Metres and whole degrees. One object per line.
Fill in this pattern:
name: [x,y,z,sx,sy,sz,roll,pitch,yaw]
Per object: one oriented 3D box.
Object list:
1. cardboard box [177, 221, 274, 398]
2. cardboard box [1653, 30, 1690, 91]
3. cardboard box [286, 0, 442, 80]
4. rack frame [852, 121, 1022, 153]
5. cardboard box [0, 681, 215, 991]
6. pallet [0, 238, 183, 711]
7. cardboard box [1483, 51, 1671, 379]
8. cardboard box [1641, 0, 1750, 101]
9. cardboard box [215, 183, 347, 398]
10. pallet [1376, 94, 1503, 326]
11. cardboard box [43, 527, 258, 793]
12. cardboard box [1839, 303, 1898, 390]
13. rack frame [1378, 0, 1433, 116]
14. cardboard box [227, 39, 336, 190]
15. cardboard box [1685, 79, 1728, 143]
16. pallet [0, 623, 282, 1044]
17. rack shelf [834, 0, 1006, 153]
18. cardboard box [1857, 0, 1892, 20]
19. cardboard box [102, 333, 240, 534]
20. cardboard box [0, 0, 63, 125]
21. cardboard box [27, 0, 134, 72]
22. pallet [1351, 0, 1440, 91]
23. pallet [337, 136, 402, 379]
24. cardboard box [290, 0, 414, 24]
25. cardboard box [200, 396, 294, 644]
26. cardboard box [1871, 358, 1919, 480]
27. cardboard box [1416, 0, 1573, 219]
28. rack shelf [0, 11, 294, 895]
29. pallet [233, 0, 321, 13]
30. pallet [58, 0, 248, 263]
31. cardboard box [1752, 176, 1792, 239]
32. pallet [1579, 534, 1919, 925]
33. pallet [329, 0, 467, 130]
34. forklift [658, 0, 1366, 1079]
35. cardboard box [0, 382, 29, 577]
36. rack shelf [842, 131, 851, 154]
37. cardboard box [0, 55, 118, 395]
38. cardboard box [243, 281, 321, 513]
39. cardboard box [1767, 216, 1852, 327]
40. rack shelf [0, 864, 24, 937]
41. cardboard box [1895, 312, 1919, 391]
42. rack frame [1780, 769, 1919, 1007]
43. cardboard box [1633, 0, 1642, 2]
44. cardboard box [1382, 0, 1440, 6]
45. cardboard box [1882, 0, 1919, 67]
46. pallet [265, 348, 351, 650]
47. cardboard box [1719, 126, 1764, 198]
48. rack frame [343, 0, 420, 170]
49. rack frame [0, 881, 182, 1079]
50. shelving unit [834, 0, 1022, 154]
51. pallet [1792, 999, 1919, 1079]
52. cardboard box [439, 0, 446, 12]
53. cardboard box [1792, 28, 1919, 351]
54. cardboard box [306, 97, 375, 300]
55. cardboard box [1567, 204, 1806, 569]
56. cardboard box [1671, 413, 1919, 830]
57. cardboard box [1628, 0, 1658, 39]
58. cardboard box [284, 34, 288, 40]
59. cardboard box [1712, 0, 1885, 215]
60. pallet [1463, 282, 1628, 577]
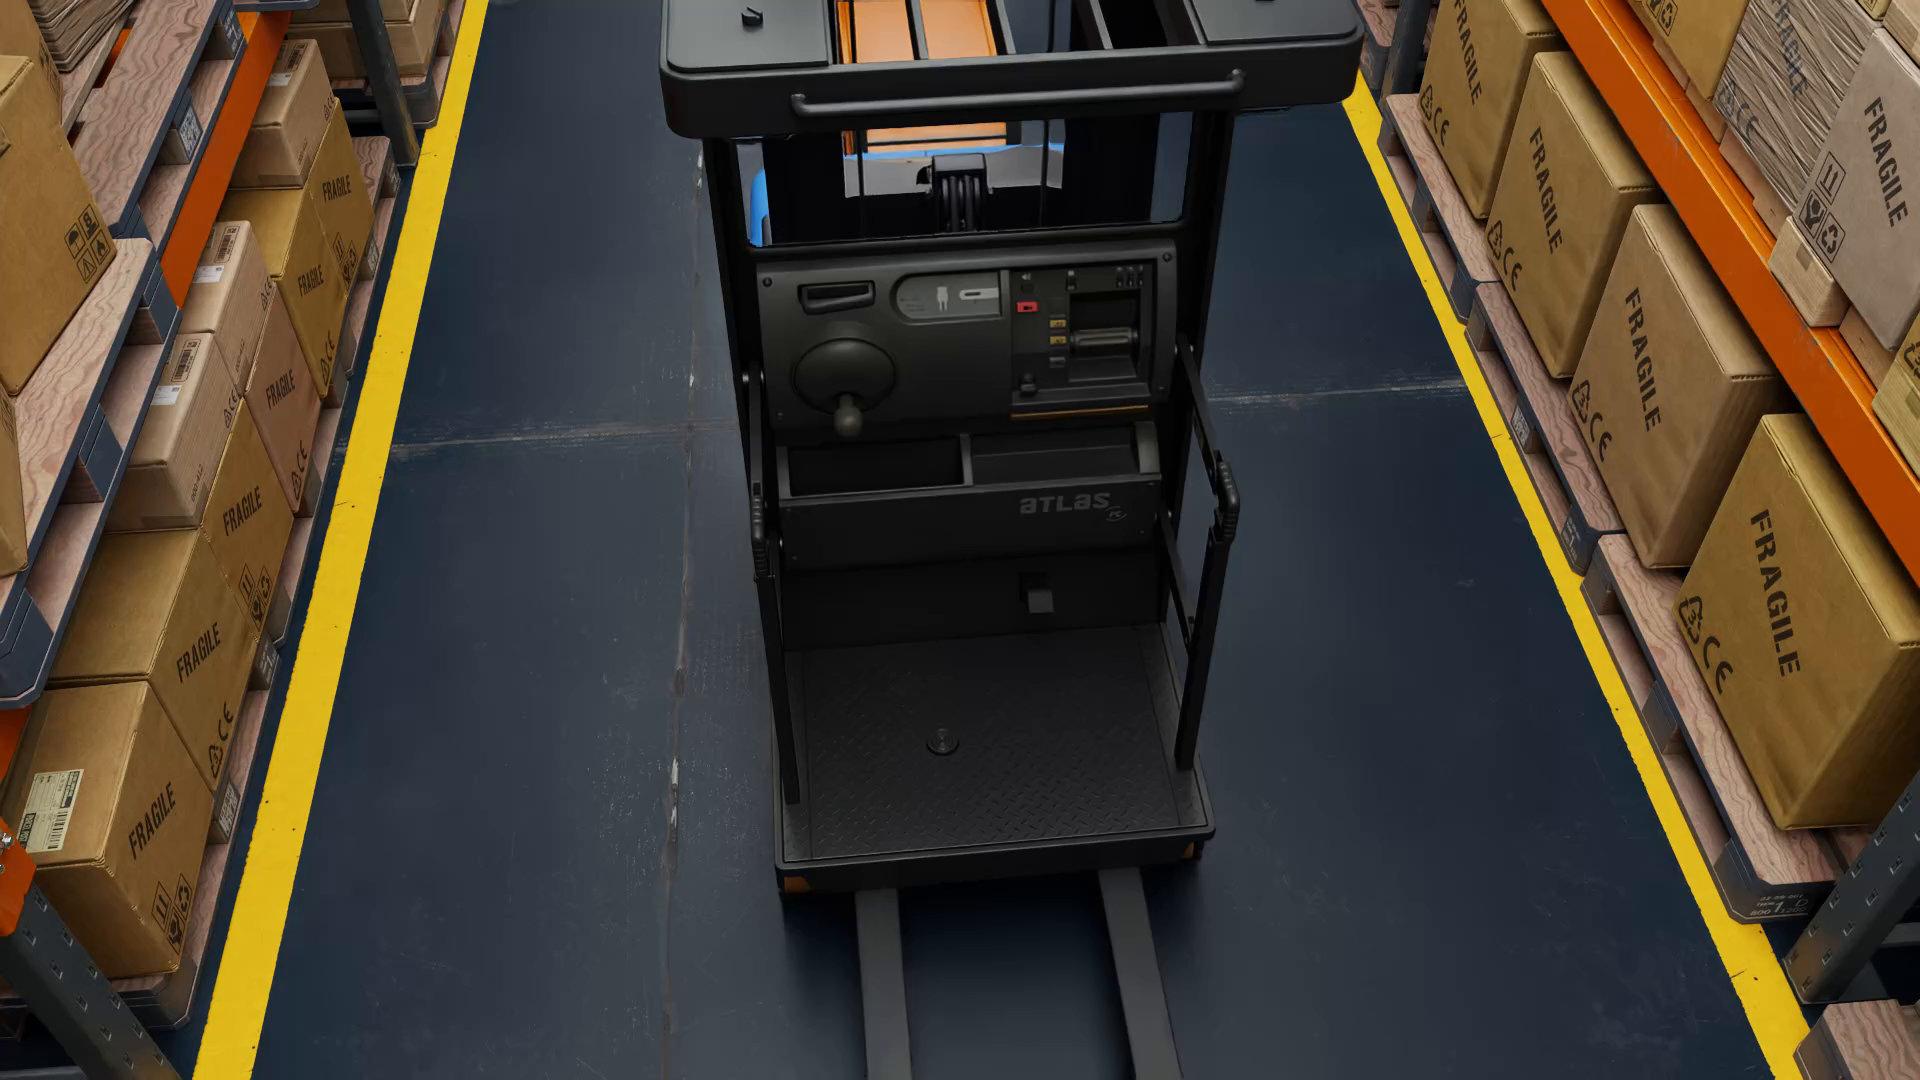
cardboard box: [-2.270,-0.640,4.692,0.500,0.250,0.500,-4,47,-4]
cardboard box: [2.191,-1.396,4.665,0.380,0.149,0.250,-3,47,-3]
cardboard box: [-2.432,-2.129,6.805,0.500,0.250,0.500,-4,47,-3]
rack frame: [-0.068,-0.858,5.288,0.500,1.125,0.032,-4,47,-4]
cardboard box: [-2.143,0.705,3.935,0.500,0.500,0.500,-5,47,-5]
pallet: [-2.304,-0.158,3.466,1.003,0.211,1.213,-3,47,-3]
cardboard box: [2.253,-1.068,5.387,0.750,0.750,0.750,-4,47,-3]
cardboard box: [2.167,-1.498,4.316,0.500,0.500,0.500,-2,47,-2]
cardboard box: [-2.325,-0.788,5.349,0.500,0.500,0.500,-5,47,-5]
pallet: [2.246,-1.303,6.339,1.003,0.211,1.213,-3,47,-3]
cardboard box: [-2.199,0.319,4.300,0.500,0.500,0.500,-3,47,-3]
cardboard box: [2.258,-0.462,3.781,0.380,0.149,0.250,-2,47,-2]
rack frame: [2.255,-2.837,5.871,1.000,3.000,0.127,-3,47,-3]
cardboard box: [-2.360,-1.380,5.393,0.500,0.250,0.500,-2,47,-2]
cardboard box: [2.206,-1.205,4.485,0.380,0.149,0.250,-2,47,-2]
pallet: [-2.452,0.734,4.410,1.003,0.211,1.213,-3,47,-3]
rack shelf: [-0.120,-1.427,5.423,0.538,0.278,1.000,-4,47,-4]
cardboard box: [2.220,-1.406,3.712,0.500,0.250,0.500,-3,47,-3]
cardboard box: [-2.227,-0.277,4.348,0.500,0.250,0.500,-3,47,-3]
cardboard box: [-2.555,-1.092,3.860,0.700,0.500,0.500,-14,48,-13]
cardboard box: [-2.629,-1.590,4.331,0.700,0.500,0.500,4,47,4]
pallet: [2.191,-2.443,7.419,1.003,0.211,1.213,-3,47,-3]
pallet: [-2.656,-1.032,6.082,1.003,0.211,1.213,-3,47,-3]
cardboard box: [-2.432,-2.321,6.601,0.500,0.311,0.500,-2,47,-2]
cardboard box: [-2.234,-0.043,4.643,0.500,0.500,0.500,-3,47,-3]
cardboard box: [2.235,-0.272,3.601,0.380,0.149,0.250,-3,47,-3]
cardboard box: [2.186,-1.702,5.987,0.750,0.750,0.750,-4,47,-4]
rack shelf: [-2.513,-0.839,4.474,1.077,0.370,4.000,-3,47,-3]
pallet: [-2.554,-1.981,5.192,1.213,0.211,1.003,-3,47,-3]
pallet: [-2.513,-1.060,4.320,1.003,0.211,1.213,-3,47,-3]
cardboard box: [2.223,-0.830,4.130,0.380,0.149,0.250,-3,47,-3]
pallet: [2.450,0.462,4.667,1.003,0.211,1.213,-3,47,-3]
pallet: [-2.711,-2.172,7.162,1.003,0.211,1.213,-3,47,-3]
forklift: [0.046,-0.351,3.563,1.130,2.935,3.031,-4,47,-4]
cardboard box: [-2.163,-0.174,2.991,0.700,0.500,0.500,-18,49,-16]
rack shelf: [-0.120,-1.057,5.813,0.538,0.278,1.000,-4,47,-4]
cardboard box: [-2.283,-0.668,3.458,0.700,0.500,0.500,3,47,3]
cardboard box: [-2.275,-0.409,4.990,0.500,0.500,0.500,-5,47,-5]
cardboard box: [2.178,-0.650,3.958,0.380,0.149,0.250,-3,47,-3]
rack shelf: [-2.178,2.055,1.733,1.077,0.370,4.000,-3,47,-3]
cardboard box: [2.300,-0.405,3.280,0.500,0.500,0.500,-4,47,-4]
rack frame: [2.590,0.057,3.130,1.000,3.000,0.127,-3,47,-3]
cardboard box: [2.116,-1.875,4.672,0.500,0.500,0.500,-4,47,-3]
cardboard box: [2.143,-2.646,7.109,0.700,0.500,0.500,-3,47,-3]
cardboard box: [2.263,-1.037,3.362,0.500,0.250,0.500,-3,47,-2]
pallet: [-2.557,-0.151,5.248,1.003,0.211,1.213,-3,47,-3]
cardboard box: [2.217,-1.012,4.302,0.380,0.149,0.250,-5,47,-4]
rack frame: [-2.681,-2.533,5.583,1.000,3.000,0.127,-3,47,-3]
rack frame: [-2.343,0.361,2.842,0.949,2.616,0.053,-3,47,-3]
shelving unit: [-0.120,-1.225,5.636,0.538,1.125,1.048,-4,47,-4]
pallet: [2.576,1.571,3.617,1.003,0.211,1.213,-3,47,-3]
cardboard box: [-2.475,-2.492,7.149,0.500,0.250,0.500,-5,47,-4]
cardboard box: [2.248,-0.773,3.629,0.500,0.500,0.500,-3,47,-3]
cardboard box: [-2.368,-1.162,5.703,0.500,0.500,0.500,-2,47,-2]
cardboard box: [2.329,-0.453,4.805,0.750,0.750,0.750,-2,47,-2]
cardboard box: [2.406,0.190,4.196,0.750,0.750,0.750,-3,47,-3]
cardboard box: [2.188,-1.576,4.836,0.380,0.149,0.250,-3,47,-3]
cardboard box: [-2.968,-2.098,6.775,0.500,0.250,0.500,-2,47,-2]
cardboard box: [2.214,-1.137,3.974,0.500,0.500,0.500,-3,47,-3]
pallet: [2.345,-0.422,5.505,1.003,0.211,1.213,-3,47,-3]
